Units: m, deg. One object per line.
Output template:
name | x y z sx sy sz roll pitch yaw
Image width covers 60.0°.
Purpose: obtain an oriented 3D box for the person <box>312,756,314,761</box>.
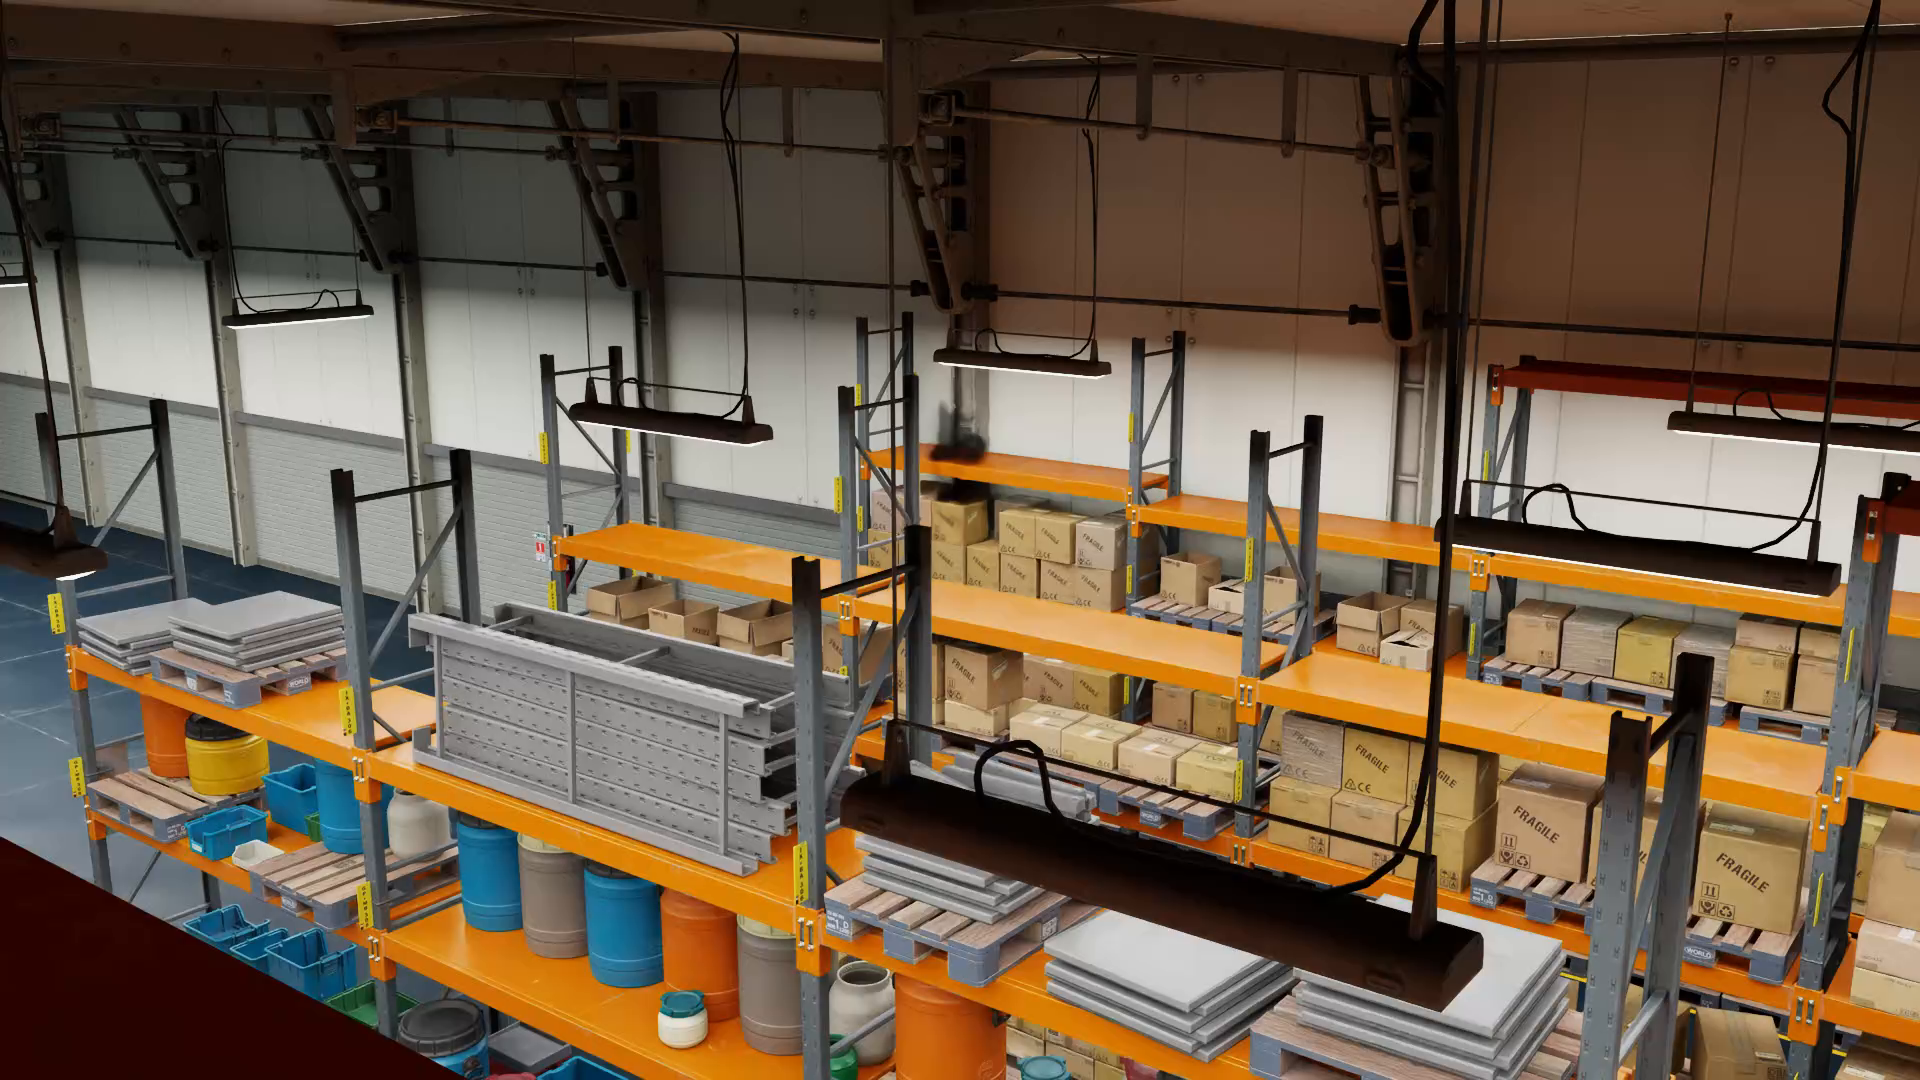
person | -6.781 3.032 18.461 1.004 1.752 0.701 -7 15 -26
